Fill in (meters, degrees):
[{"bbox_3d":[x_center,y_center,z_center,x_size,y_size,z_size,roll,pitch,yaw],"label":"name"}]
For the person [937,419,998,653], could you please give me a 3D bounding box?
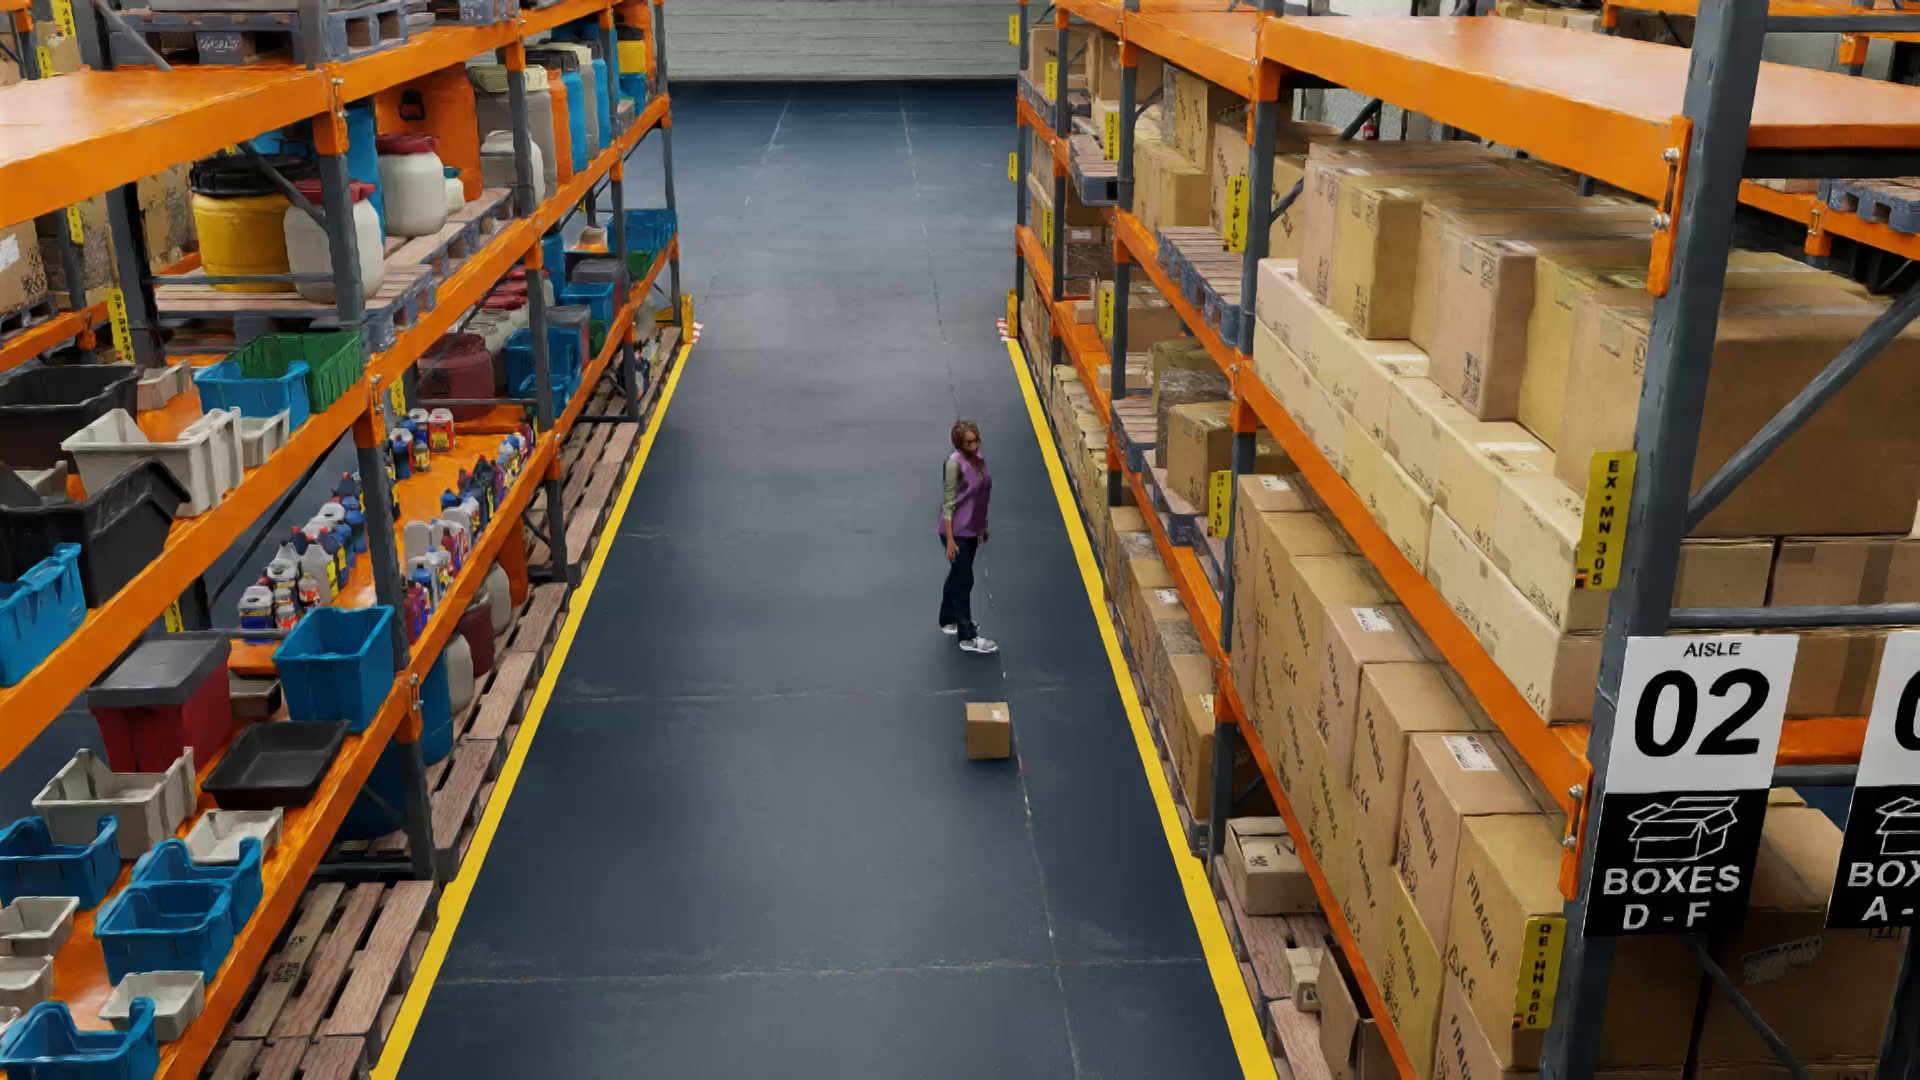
[{"bbox_3d":[0.055,-0.037,11.128,0.517,1.595,0.511,10,23,25],"label":"person"}]
